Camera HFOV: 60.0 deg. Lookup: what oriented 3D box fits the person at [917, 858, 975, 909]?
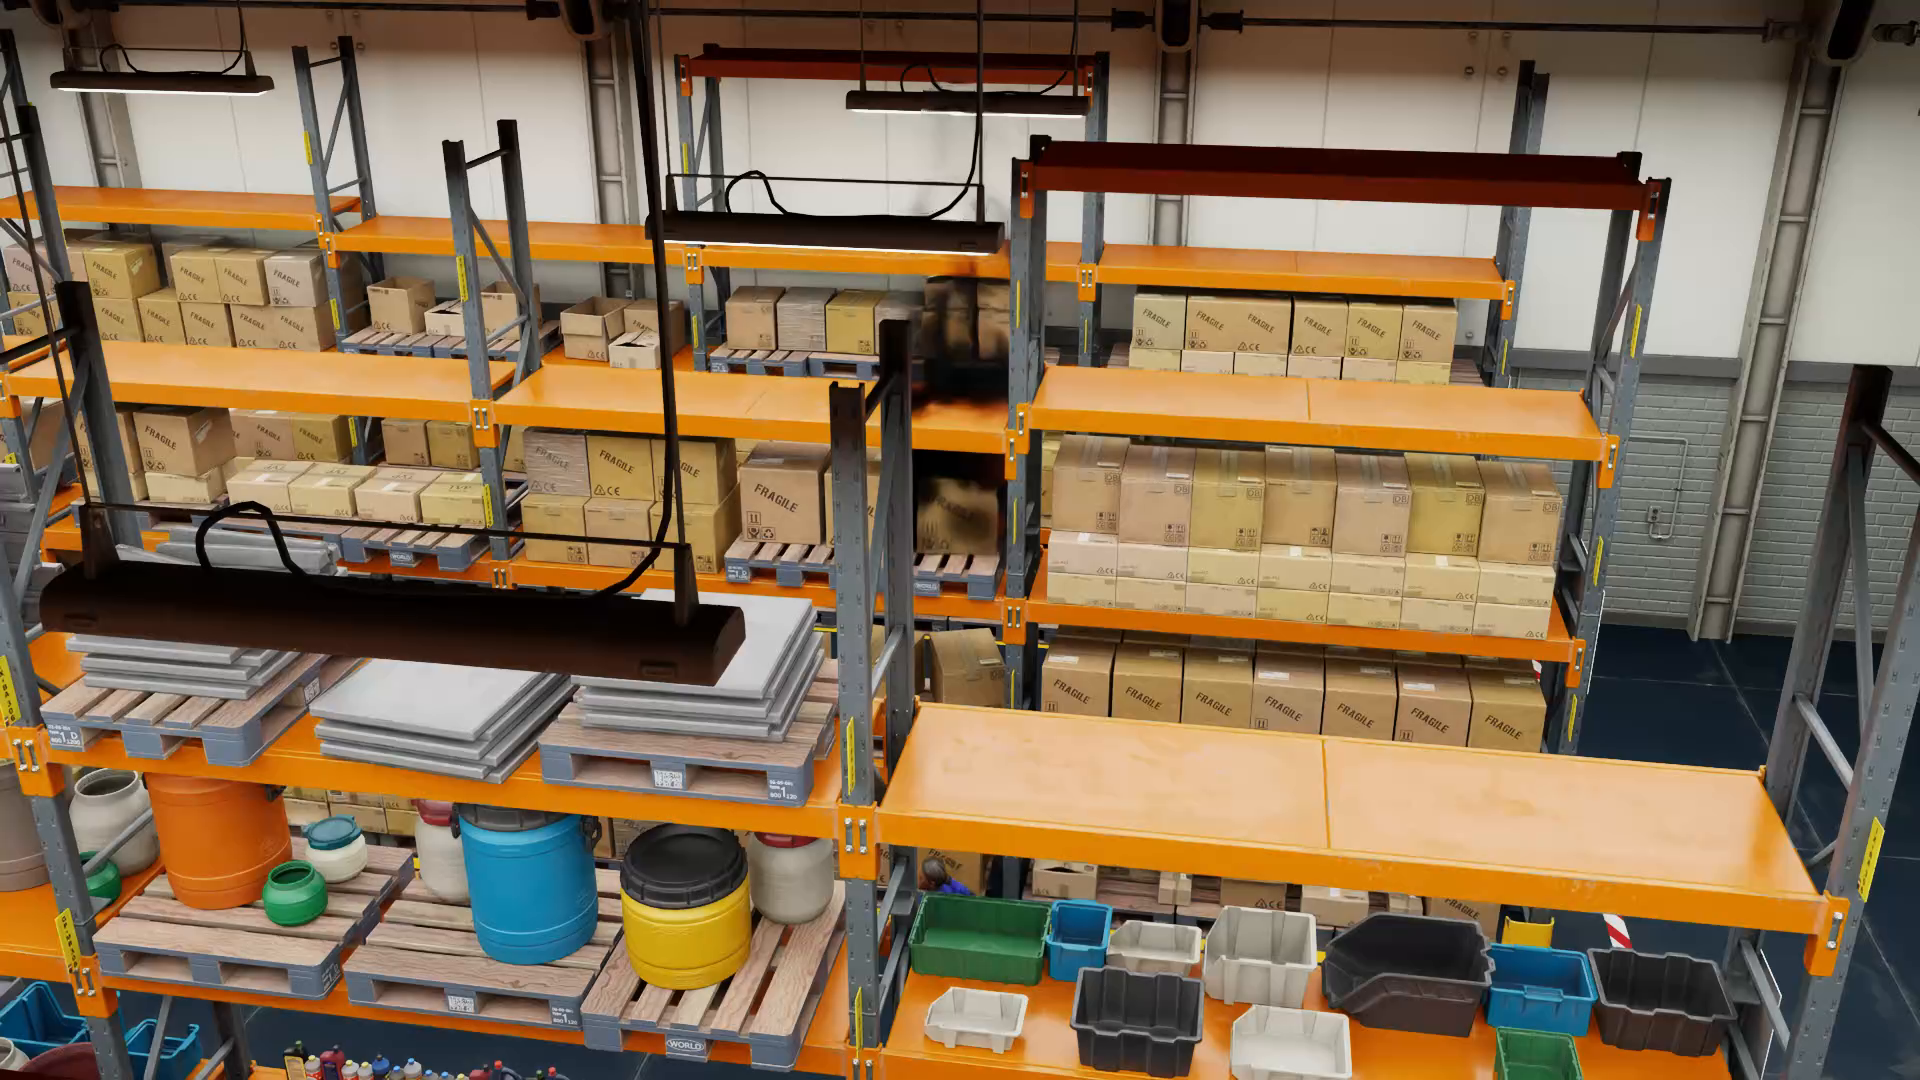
[{"bbox_3d":[-0.119,2.905,11.382,0.863,1.704,0.547,0,23,-1],"label":"person"}]
